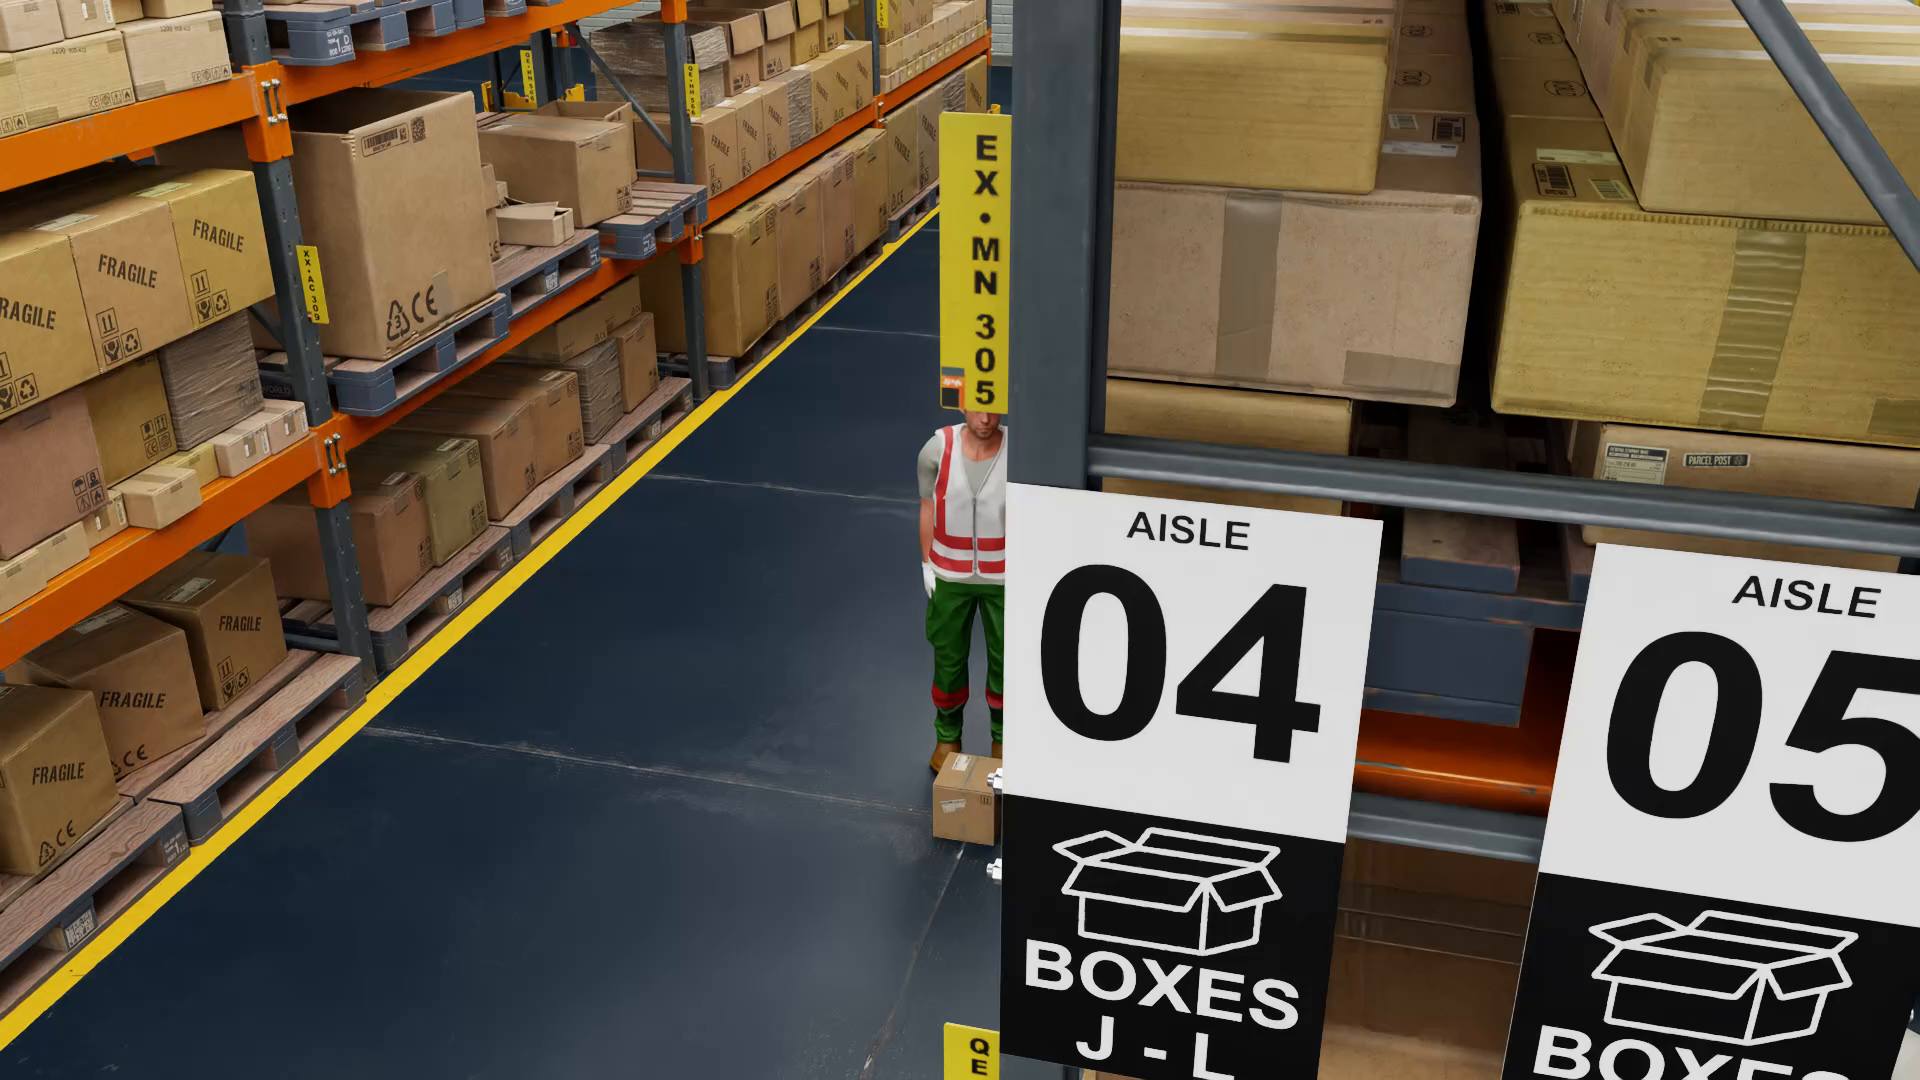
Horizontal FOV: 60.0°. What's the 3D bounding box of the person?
[{"bbox_3d":[0.086,0.133,6.797,0.524,1.785,0.335,2,25,4],"label":"person"}]
